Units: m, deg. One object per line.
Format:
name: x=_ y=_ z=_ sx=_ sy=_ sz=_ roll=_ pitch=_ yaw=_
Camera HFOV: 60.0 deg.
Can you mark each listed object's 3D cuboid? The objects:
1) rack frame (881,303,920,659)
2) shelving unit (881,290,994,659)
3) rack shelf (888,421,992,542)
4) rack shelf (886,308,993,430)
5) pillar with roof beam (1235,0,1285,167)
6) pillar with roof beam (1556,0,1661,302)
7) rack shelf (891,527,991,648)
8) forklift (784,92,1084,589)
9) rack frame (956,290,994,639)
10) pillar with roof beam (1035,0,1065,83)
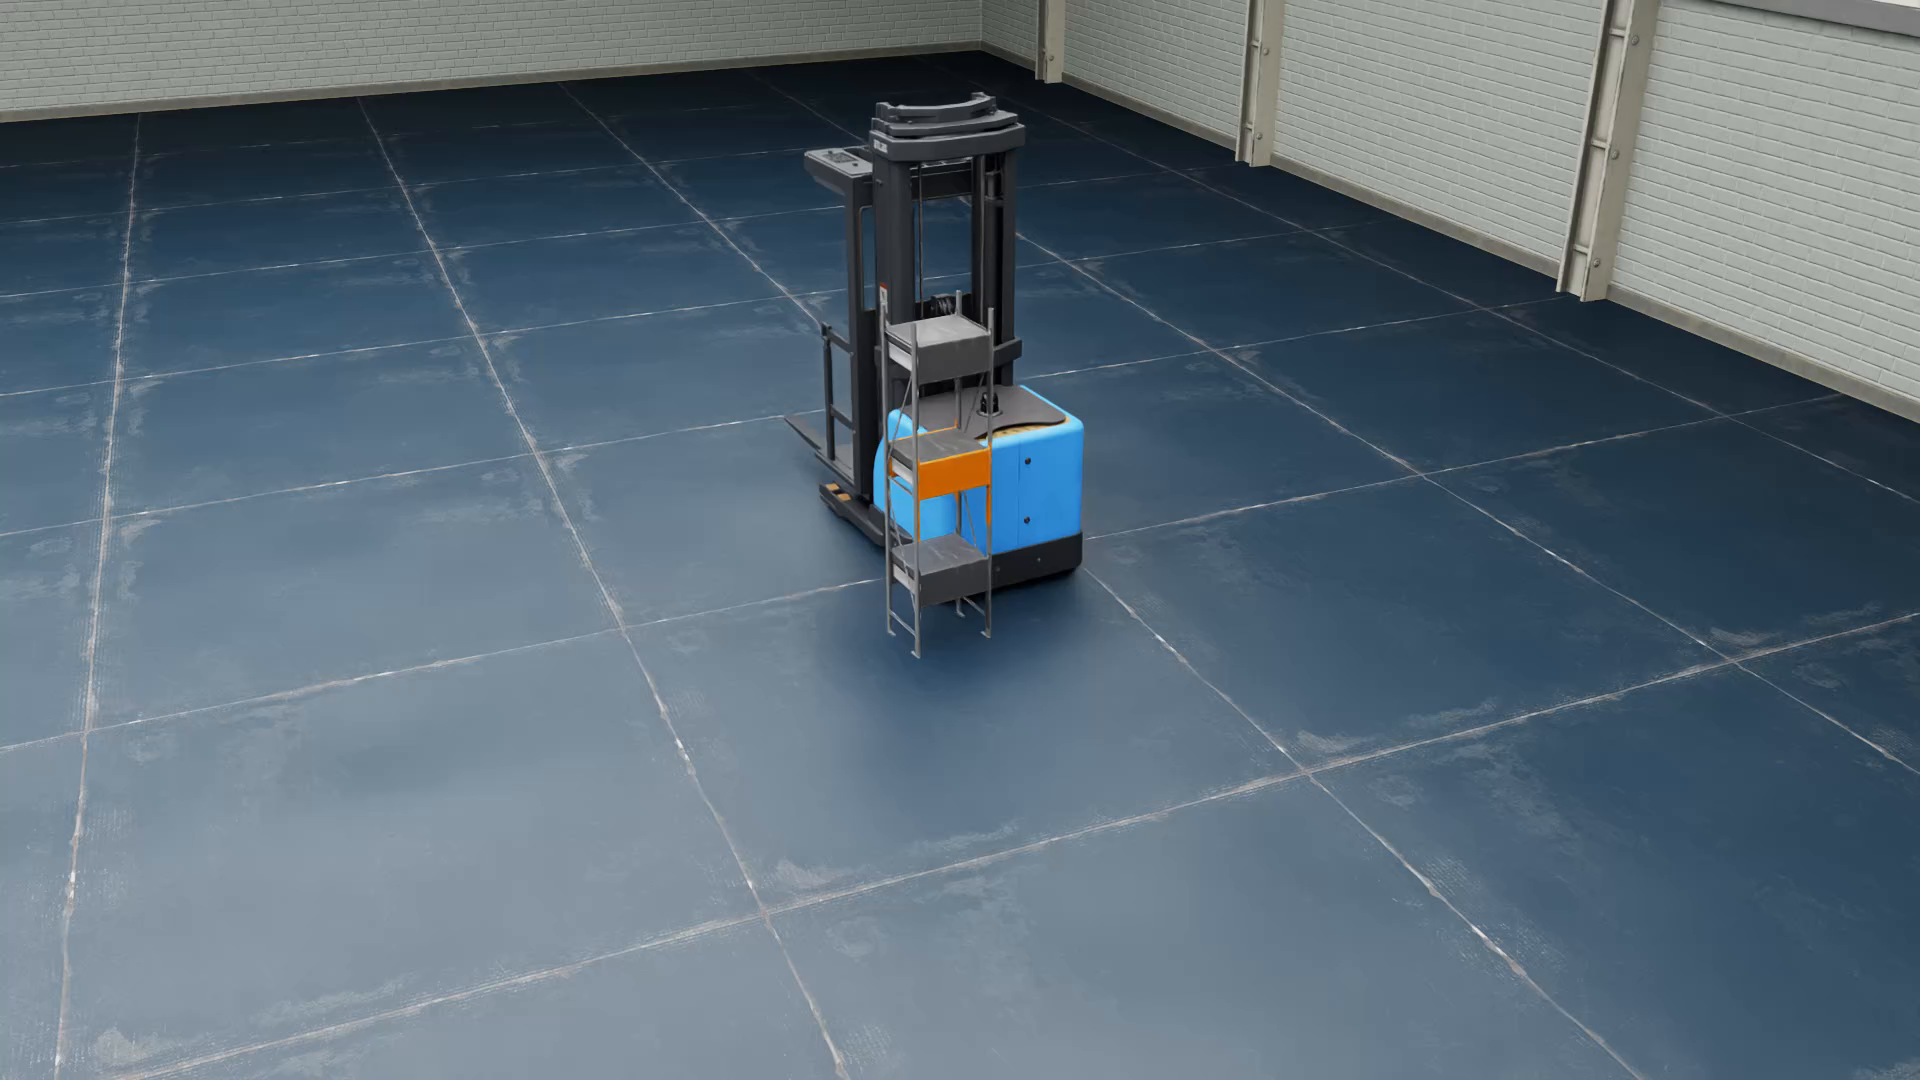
rack frame: x=-0.341 y=-0.309 z=9.635 sx=0.015 sy=2.100 sz=0.400 roll=-14 pitch=29 yaw=-26
shelving unit: x=-0.129 y=-0.361 z=9.743 sx=0.503 sy=2.100 sz=0.431 roll=-14 pitch=29 yaw=-26
rack shelf: x=-0.129 y=-0.349 z=9.749 sx=0.480 sy=0.518 sz=0.431 roll=-14 pitch=29 yaw=-26
rack shelf: x=-0.129 y=-0.978 z=9.442 sx=0.480 sy=0.518 sz=0.431 roll=-14 pitch=29 yaw=-26
pillar with roof beam: x=-0.202 y=-8.141 z=17.813 sx=9.100 sy=9.000 sz=0.400 roll=-11 pitch=28 yaw=-21
pillar with roof beam: x=2.148 y=-5.719 z=12.852 sx=9.100 sy=9.000 sz=0.400 roll=-11 pitch=28 yaw=-21
rack shelf: x=-0.129 y=0.280 z=10.056 sx=0.480 sy=0.518 sz=0.431 roll=-14 pitch=29 yaw=-26
forklift: x=-0.347 y=-1.564 z=11.259 sx=1.130 sy=2.935 sz=3.031 roll=-13 pitch=29 yaw=-25
rack frame: x=0.084 y=-0.414 z=9.851 sx=0.015 sy=2.100 sz=0.400 roll=-14 pitch=29 yaw=-26
pillar with roof beam: x=-2.551 y=-10.563 z=22.774 sx=9.100 sy=9.000 sz=0.400 roll=-11 pitch=28 yaw=-21
